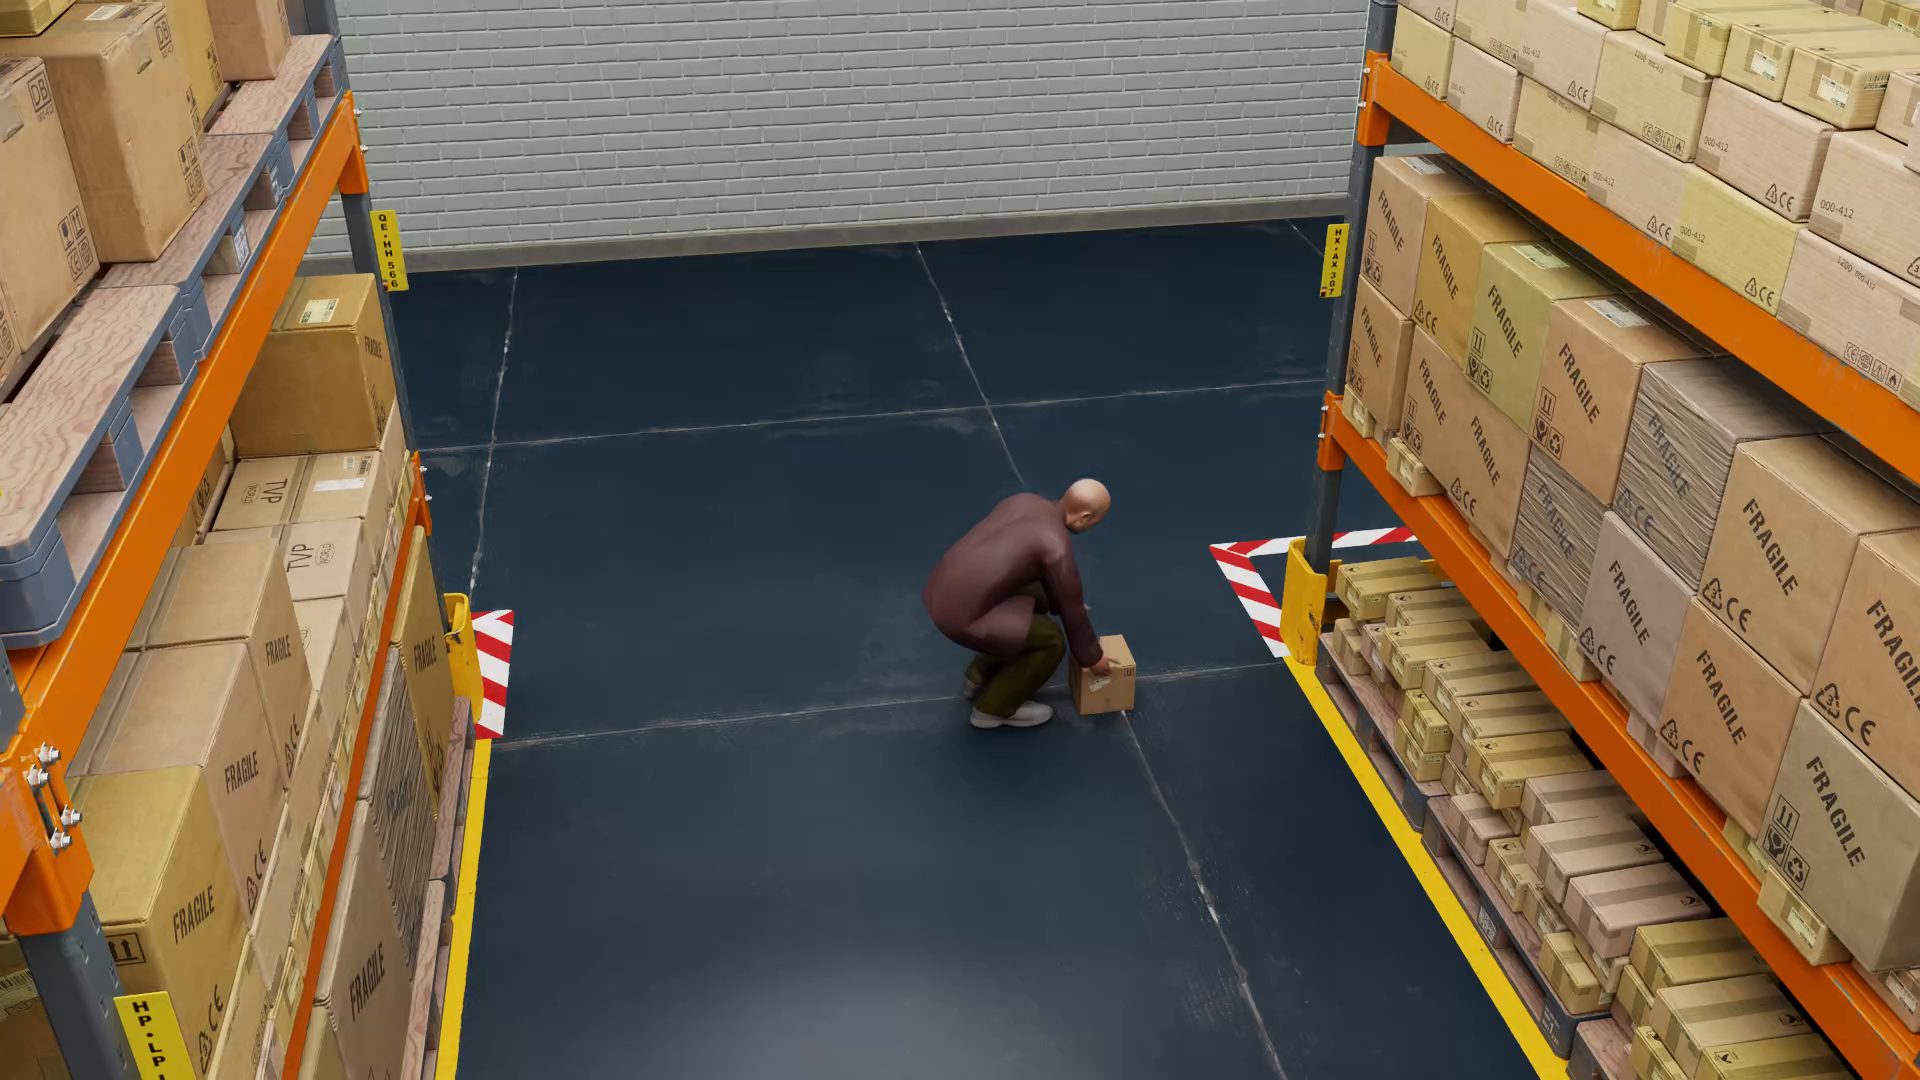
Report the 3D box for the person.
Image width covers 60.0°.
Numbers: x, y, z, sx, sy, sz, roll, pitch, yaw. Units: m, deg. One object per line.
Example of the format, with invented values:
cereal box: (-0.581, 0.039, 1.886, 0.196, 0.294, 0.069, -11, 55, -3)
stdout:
person: (0.256, 0.306, 7.388, 0.861, 1.006, 0.613, -5, 31, -9)
